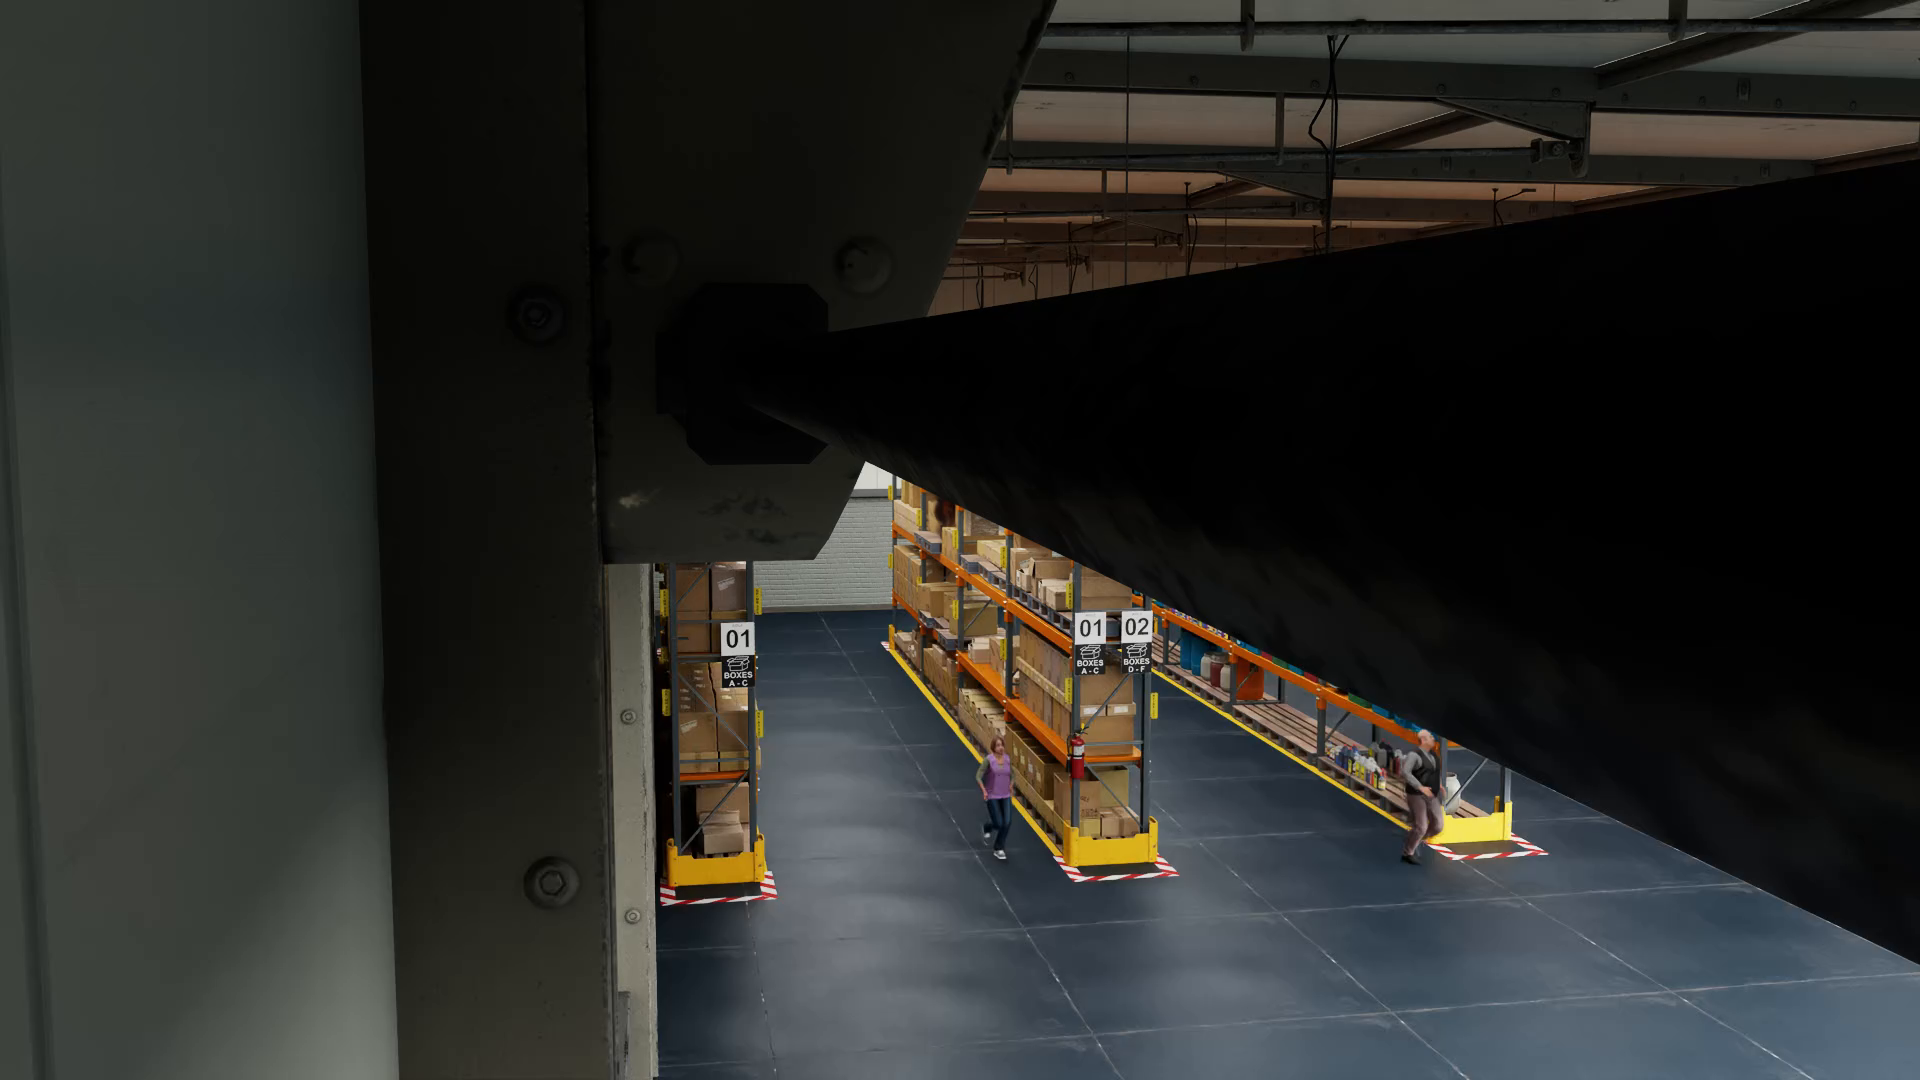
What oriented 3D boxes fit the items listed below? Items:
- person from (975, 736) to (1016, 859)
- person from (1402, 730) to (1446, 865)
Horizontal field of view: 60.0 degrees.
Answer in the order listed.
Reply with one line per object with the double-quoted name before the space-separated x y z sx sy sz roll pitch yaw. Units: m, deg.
"person" 0.483 3.274 21.190 0.526 1.544 0.524 -2 7 -19
"person" 5.892 3.238 20.984 0.728 1.674 0.498 -5 8 -37
